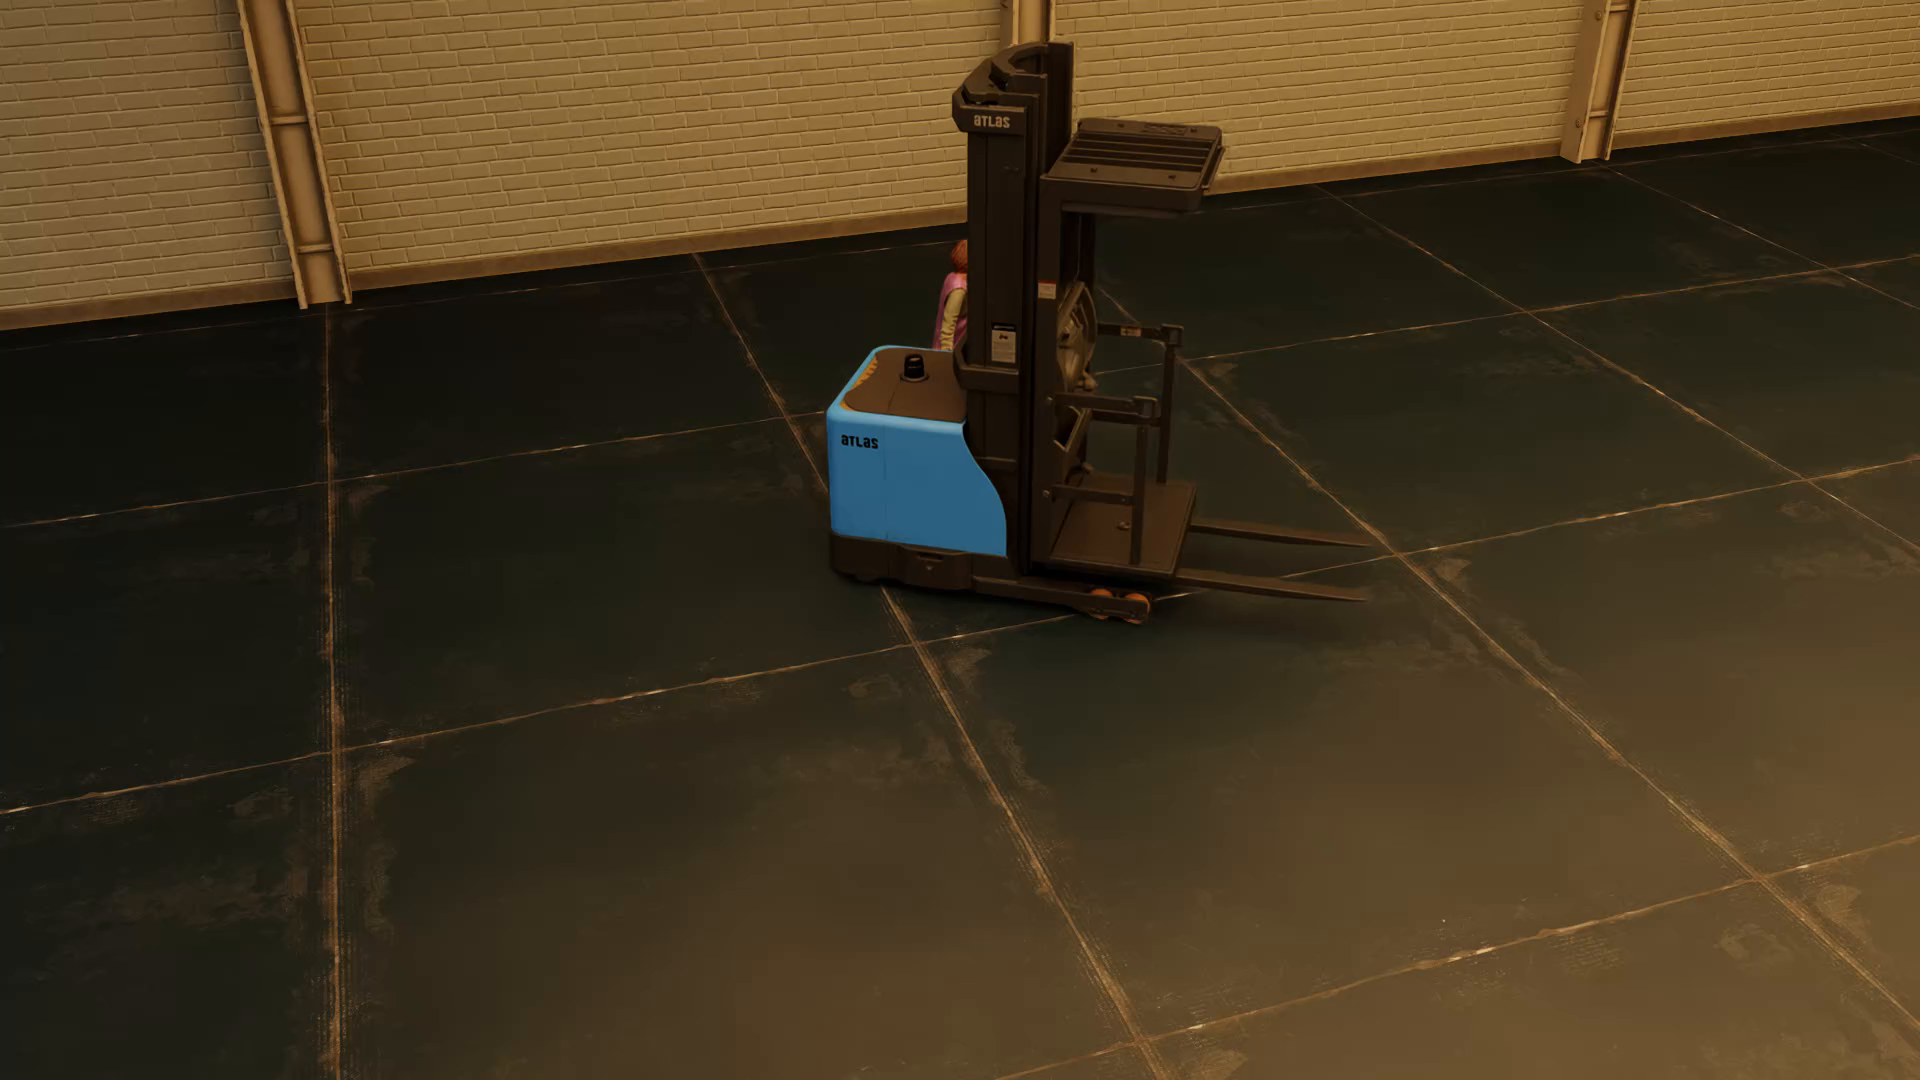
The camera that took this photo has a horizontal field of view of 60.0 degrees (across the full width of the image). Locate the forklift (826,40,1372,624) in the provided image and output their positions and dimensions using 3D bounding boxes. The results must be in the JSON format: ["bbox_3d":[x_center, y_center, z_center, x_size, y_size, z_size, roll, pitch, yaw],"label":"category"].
[{"bbox_3d":[0.821,-1.100,8.998,3.031,2.935,1.130,7,31,12],"label":"forklift"}]

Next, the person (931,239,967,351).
[{"bbox_3d":[-0.030,-1.133,10.443,0.389,1.567,0.713,-1,30,-1],"label":"person"}]
